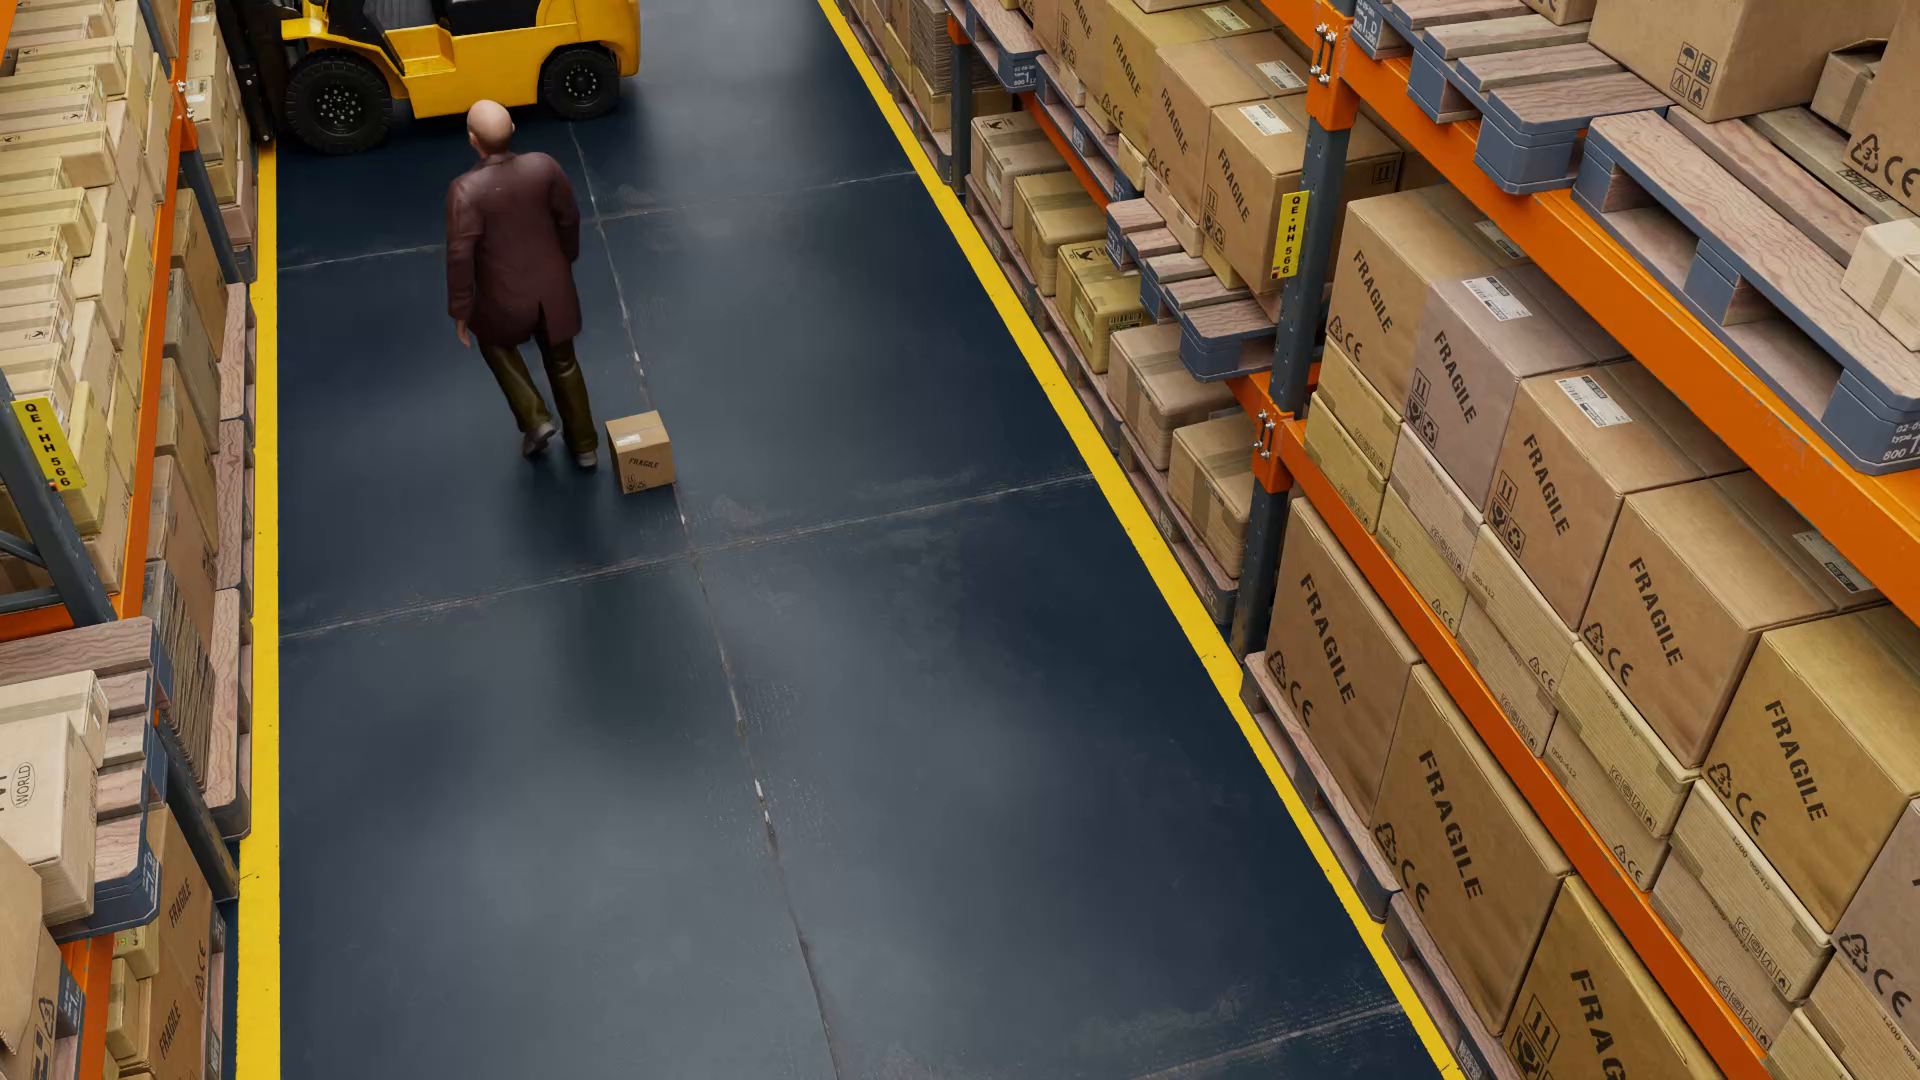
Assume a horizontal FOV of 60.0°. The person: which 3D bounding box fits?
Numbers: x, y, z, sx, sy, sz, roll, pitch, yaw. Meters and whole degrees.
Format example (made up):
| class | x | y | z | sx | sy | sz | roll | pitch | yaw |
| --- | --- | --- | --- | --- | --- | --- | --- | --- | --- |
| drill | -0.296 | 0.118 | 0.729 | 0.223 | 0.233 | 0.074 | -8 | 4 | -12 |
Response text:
| class | x | y | z | sx | sy | sz | roll | pitch | yaw |
| --- | --- | --- | --- | --- | --- | --- | --- | --- | --- |
| person | -1.963 | -1.087 | 7.393 | 0.695 | 1.814 | 0.543 | -25 | 47 | -25 |
